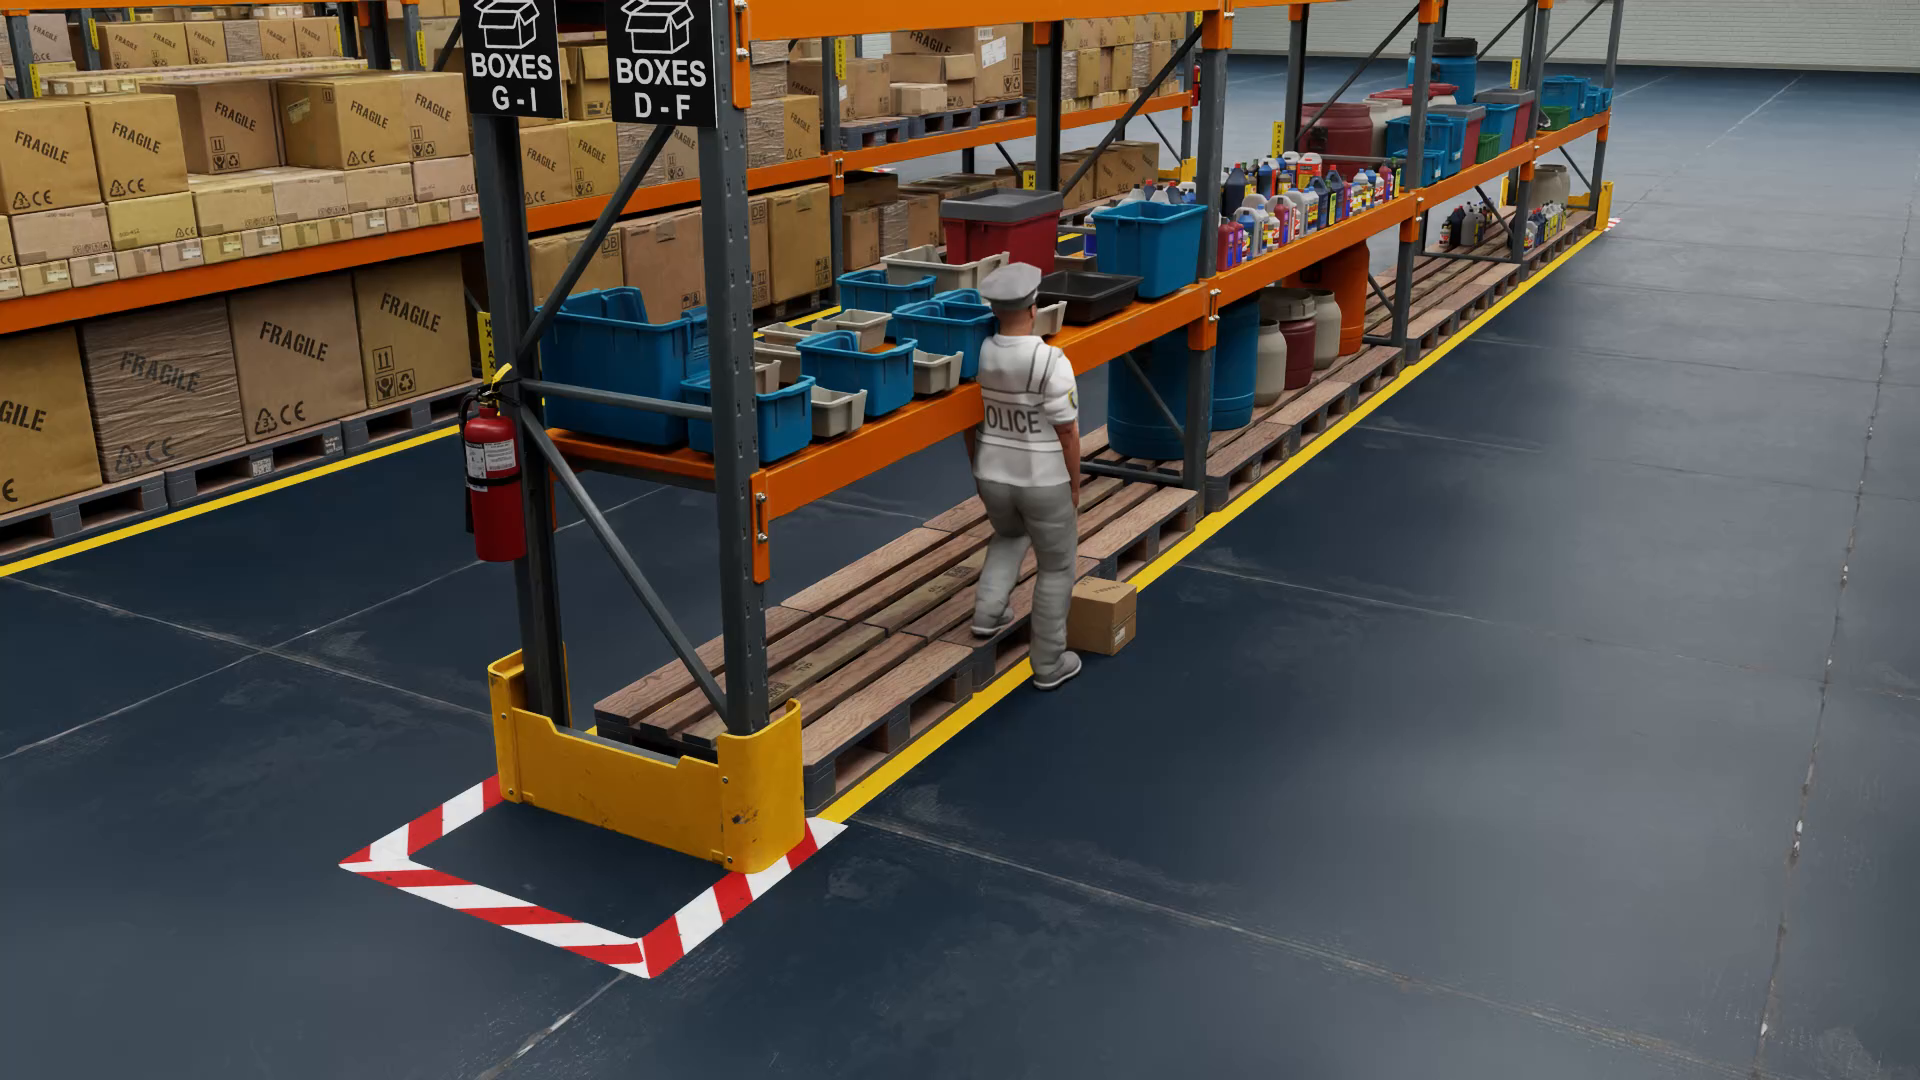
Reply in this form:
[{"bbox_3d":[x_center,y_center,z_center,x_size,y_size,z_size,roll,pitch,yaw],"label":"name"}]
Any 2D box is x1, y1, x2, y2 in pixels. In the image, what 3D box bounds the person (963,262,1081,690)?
[{"bbox_3d":[0.275,-0.268,6.805,0.526,1.754,0.524,11,22,29],"label":"person"}]
